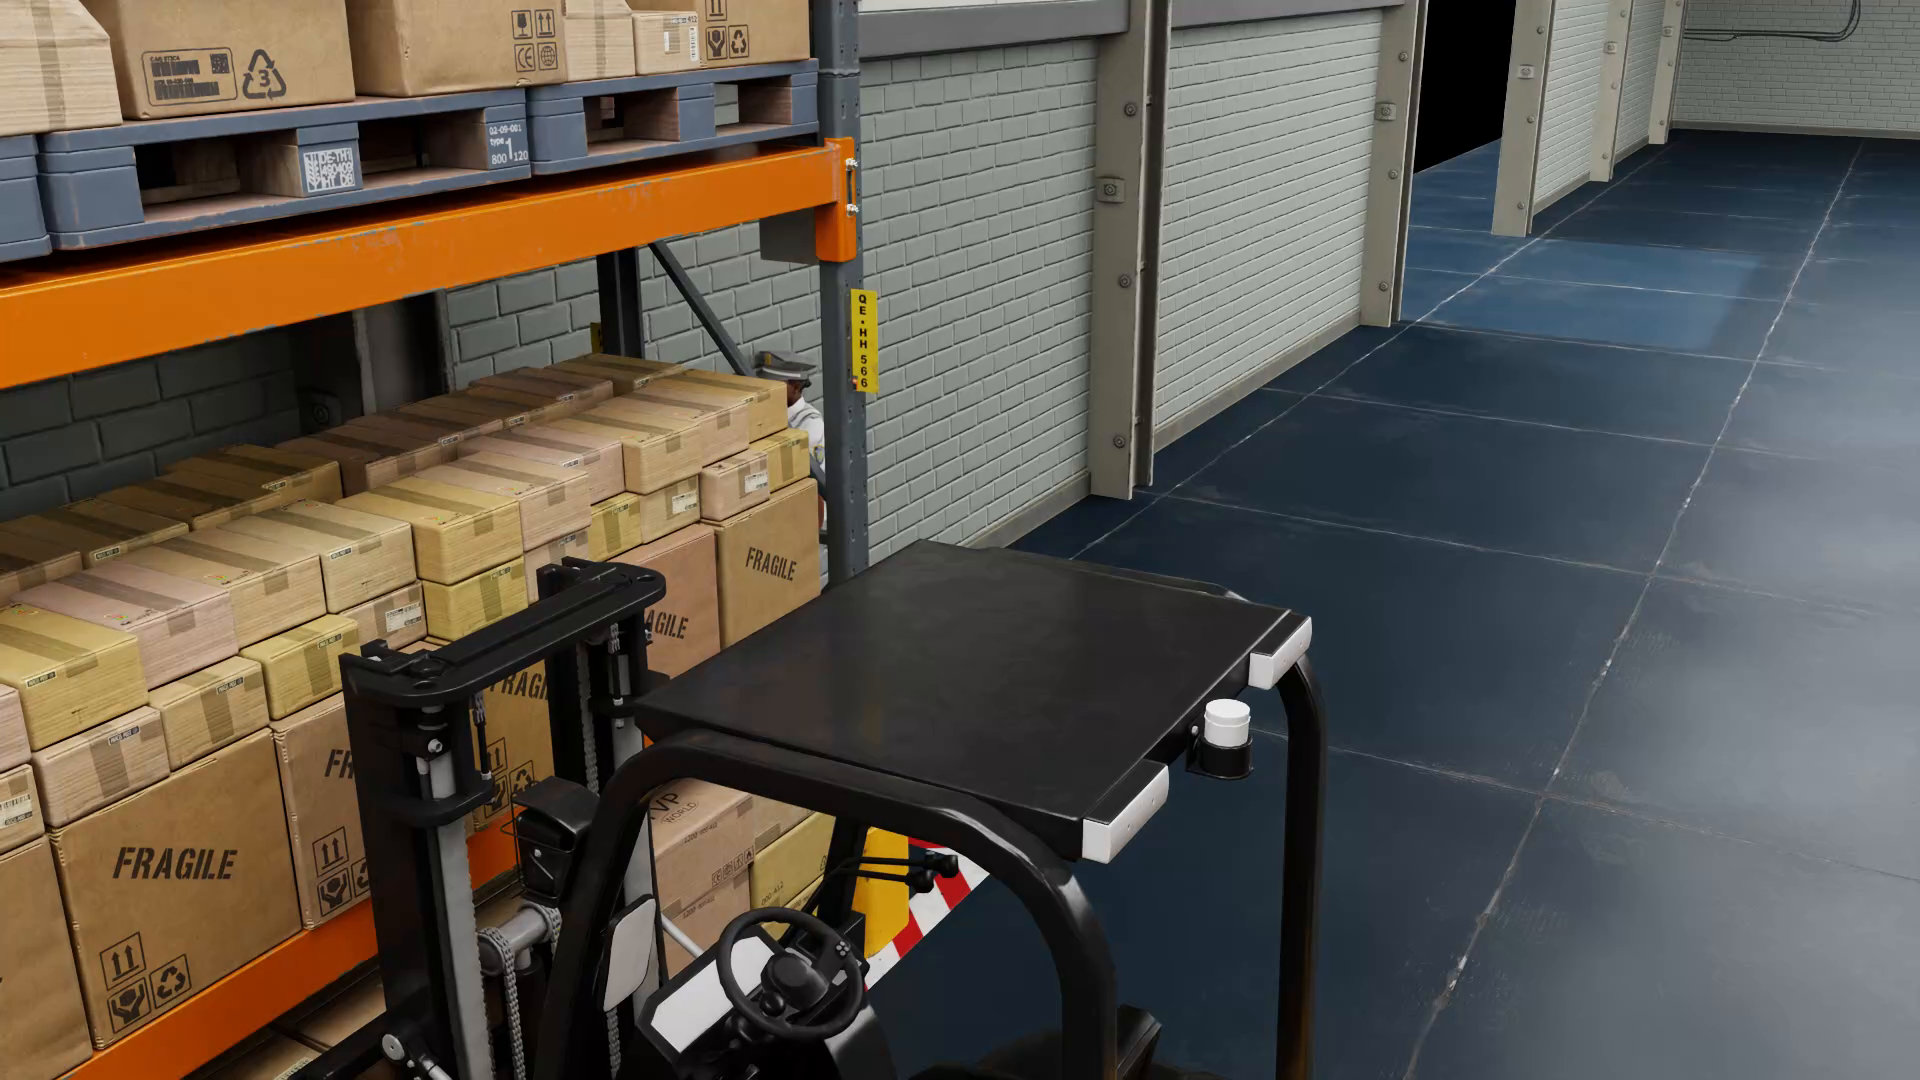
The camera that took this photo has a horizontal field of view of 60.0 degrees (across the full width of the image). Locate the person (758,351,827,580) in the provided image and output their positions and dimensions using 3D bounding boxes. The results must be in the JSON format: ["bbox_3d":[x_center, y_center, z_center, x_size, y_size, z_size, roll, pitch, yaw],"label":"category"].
[{"bbox_3d":[-0.844,-0.047,7.666,0.506,1.700,0.436,18,27,42],"label":"person"}]
